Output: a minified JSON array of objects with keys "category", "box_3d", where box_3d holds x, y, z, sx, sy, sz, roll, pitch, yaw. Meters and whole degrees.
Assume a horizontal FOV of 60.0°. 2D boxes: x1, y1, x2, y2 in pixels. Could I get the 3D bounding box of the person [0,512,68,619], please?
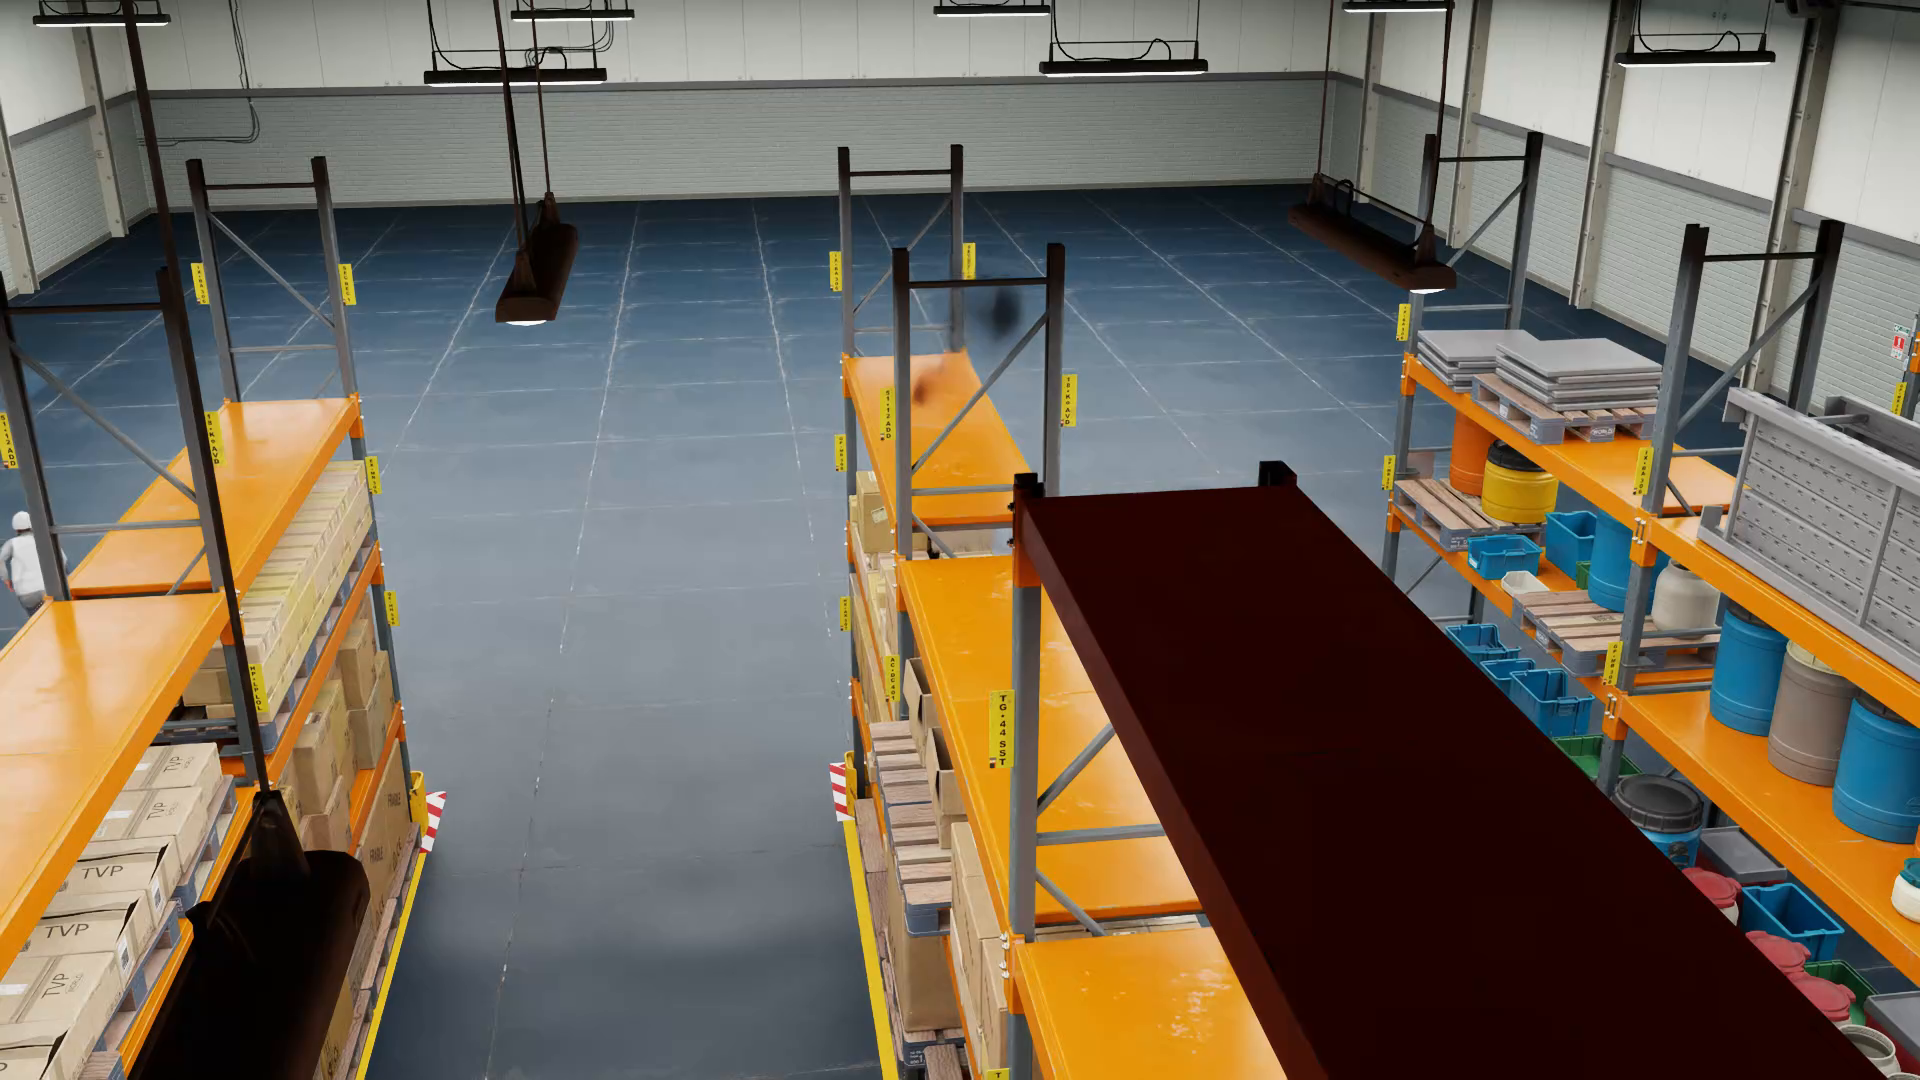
[{"category":"person","box_3d":[-9.883,0.618,17.864,0.702,1.733,1.043,-15,26,-33]}]
